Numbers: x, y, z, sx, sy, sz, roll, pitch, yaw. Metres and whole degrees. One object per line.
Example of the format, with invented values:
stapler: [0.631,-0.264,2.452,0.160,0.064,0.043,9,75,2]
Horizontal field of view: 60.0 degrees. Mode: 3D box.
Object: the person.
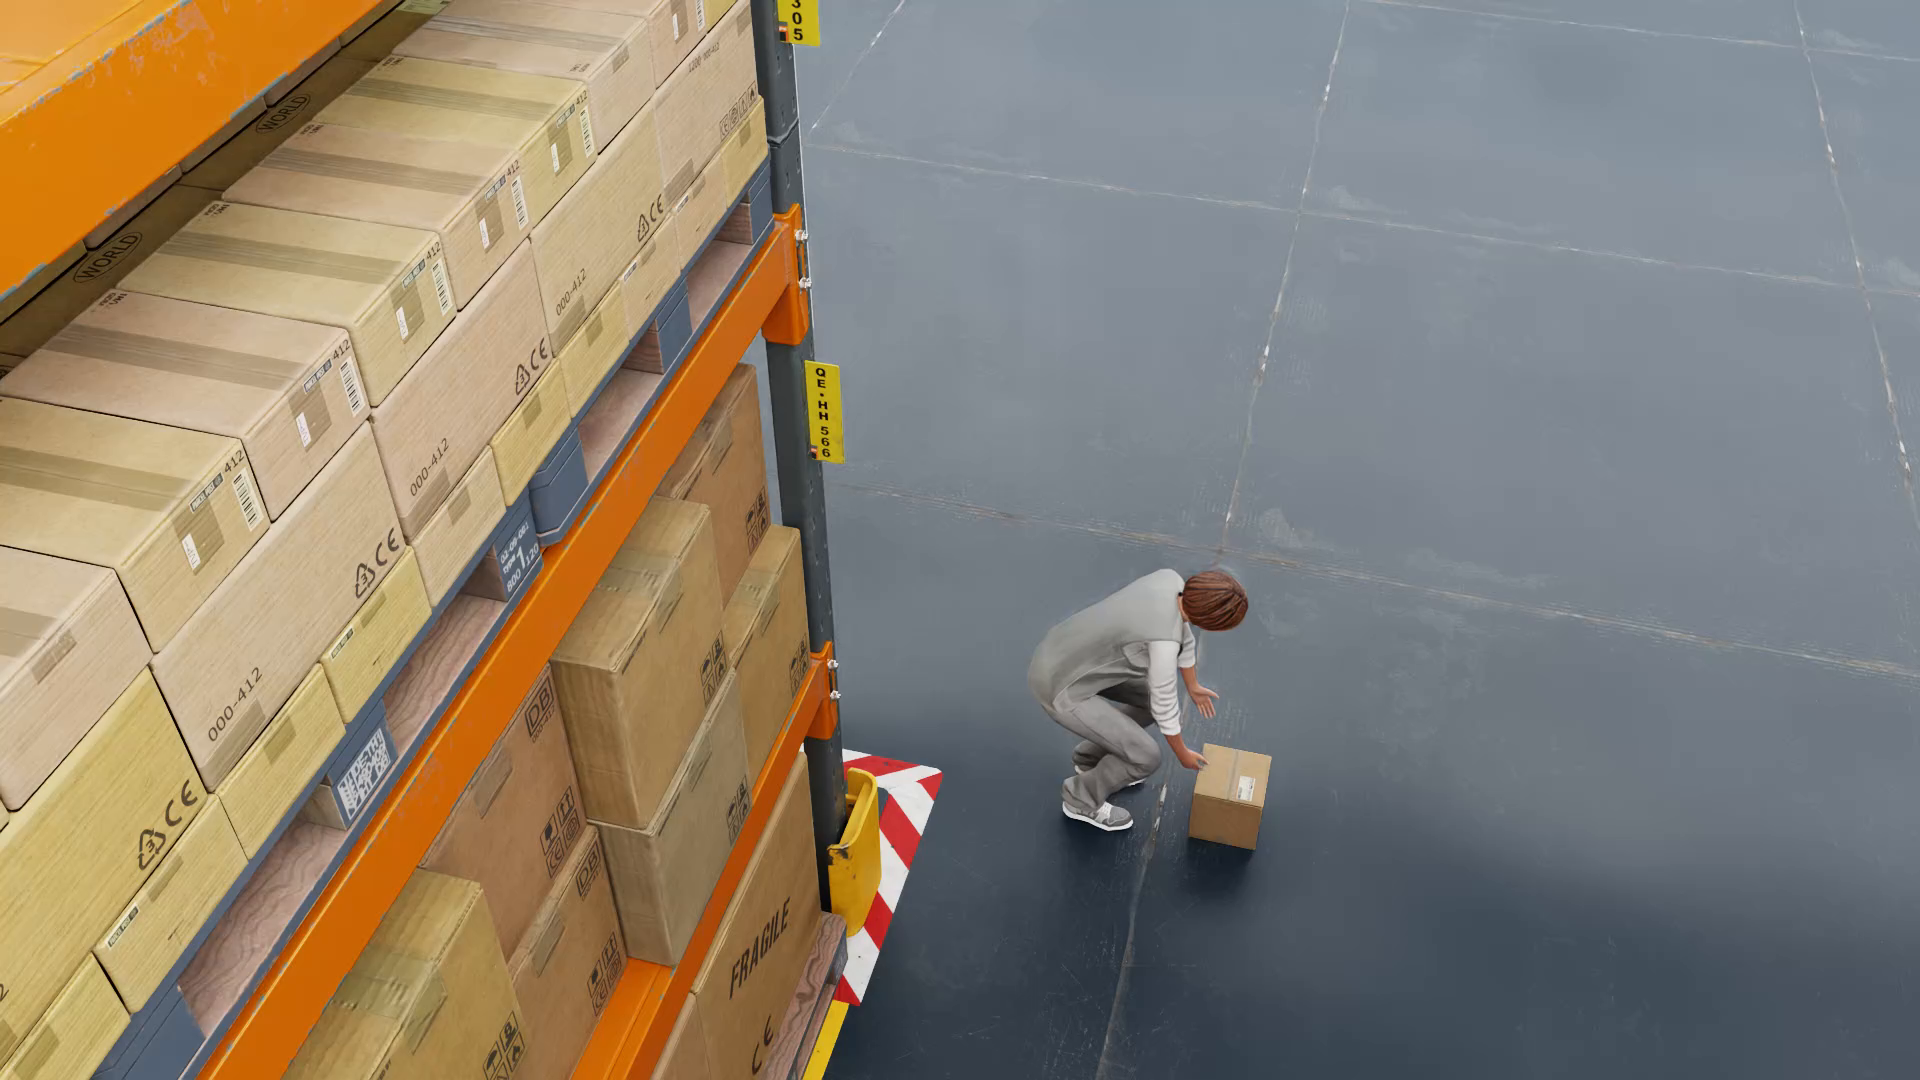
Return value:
person: [0.607,0.521,5.913,0.725,1.158,0.464,10,43,11]
